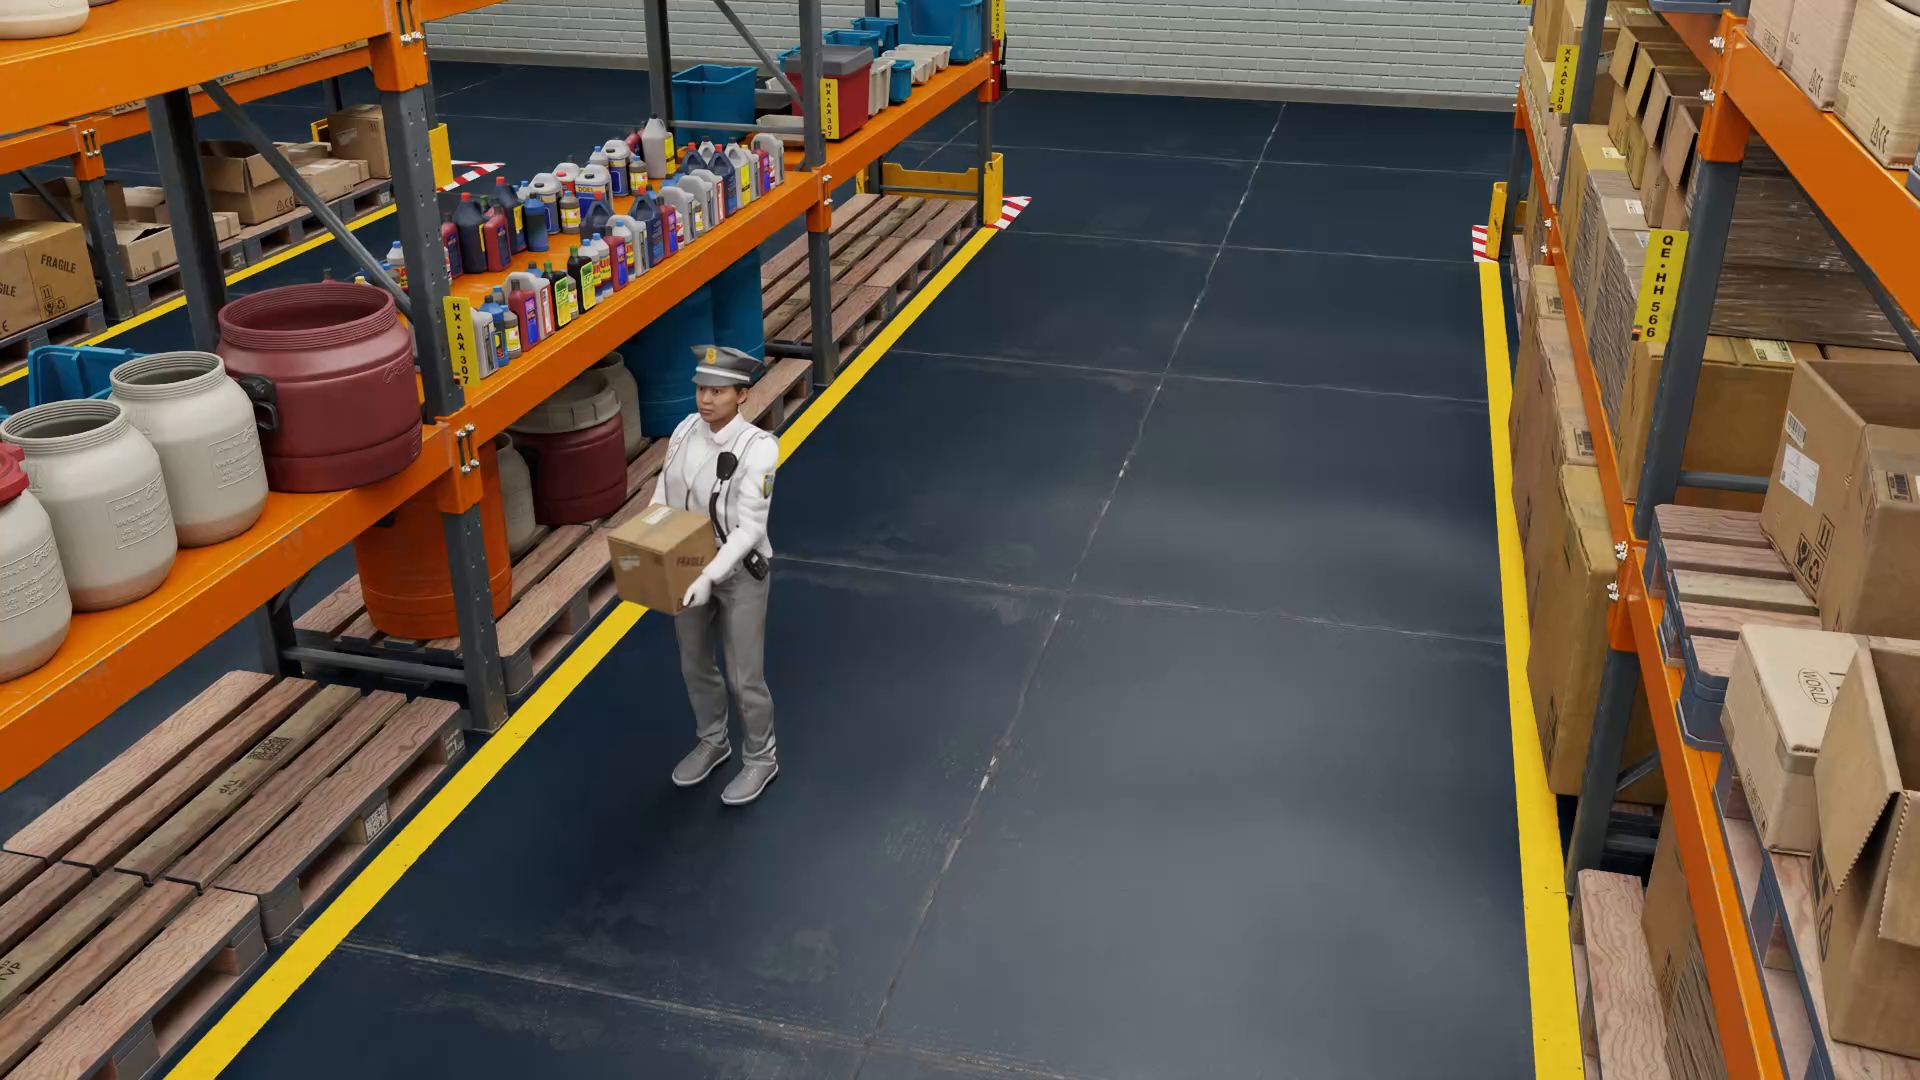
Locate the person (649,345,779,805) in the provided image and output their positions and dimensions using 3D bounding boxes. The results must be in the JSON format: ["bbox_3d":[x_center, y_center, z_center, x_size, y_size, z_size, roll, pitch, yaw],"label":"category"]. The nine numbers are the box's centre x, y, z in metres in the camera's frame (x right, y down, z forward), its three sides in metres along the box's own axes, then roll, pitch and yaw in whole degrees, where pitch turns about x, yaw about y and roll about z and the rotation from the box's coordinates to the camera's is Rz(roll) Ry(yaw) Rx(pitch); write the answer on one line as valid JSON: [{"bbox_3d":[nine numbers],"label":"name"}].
[{"bbox_3d":[-0.874,0.139,5.787,0.461,1.686,0.556,15,29,28],"label":"person"}]
